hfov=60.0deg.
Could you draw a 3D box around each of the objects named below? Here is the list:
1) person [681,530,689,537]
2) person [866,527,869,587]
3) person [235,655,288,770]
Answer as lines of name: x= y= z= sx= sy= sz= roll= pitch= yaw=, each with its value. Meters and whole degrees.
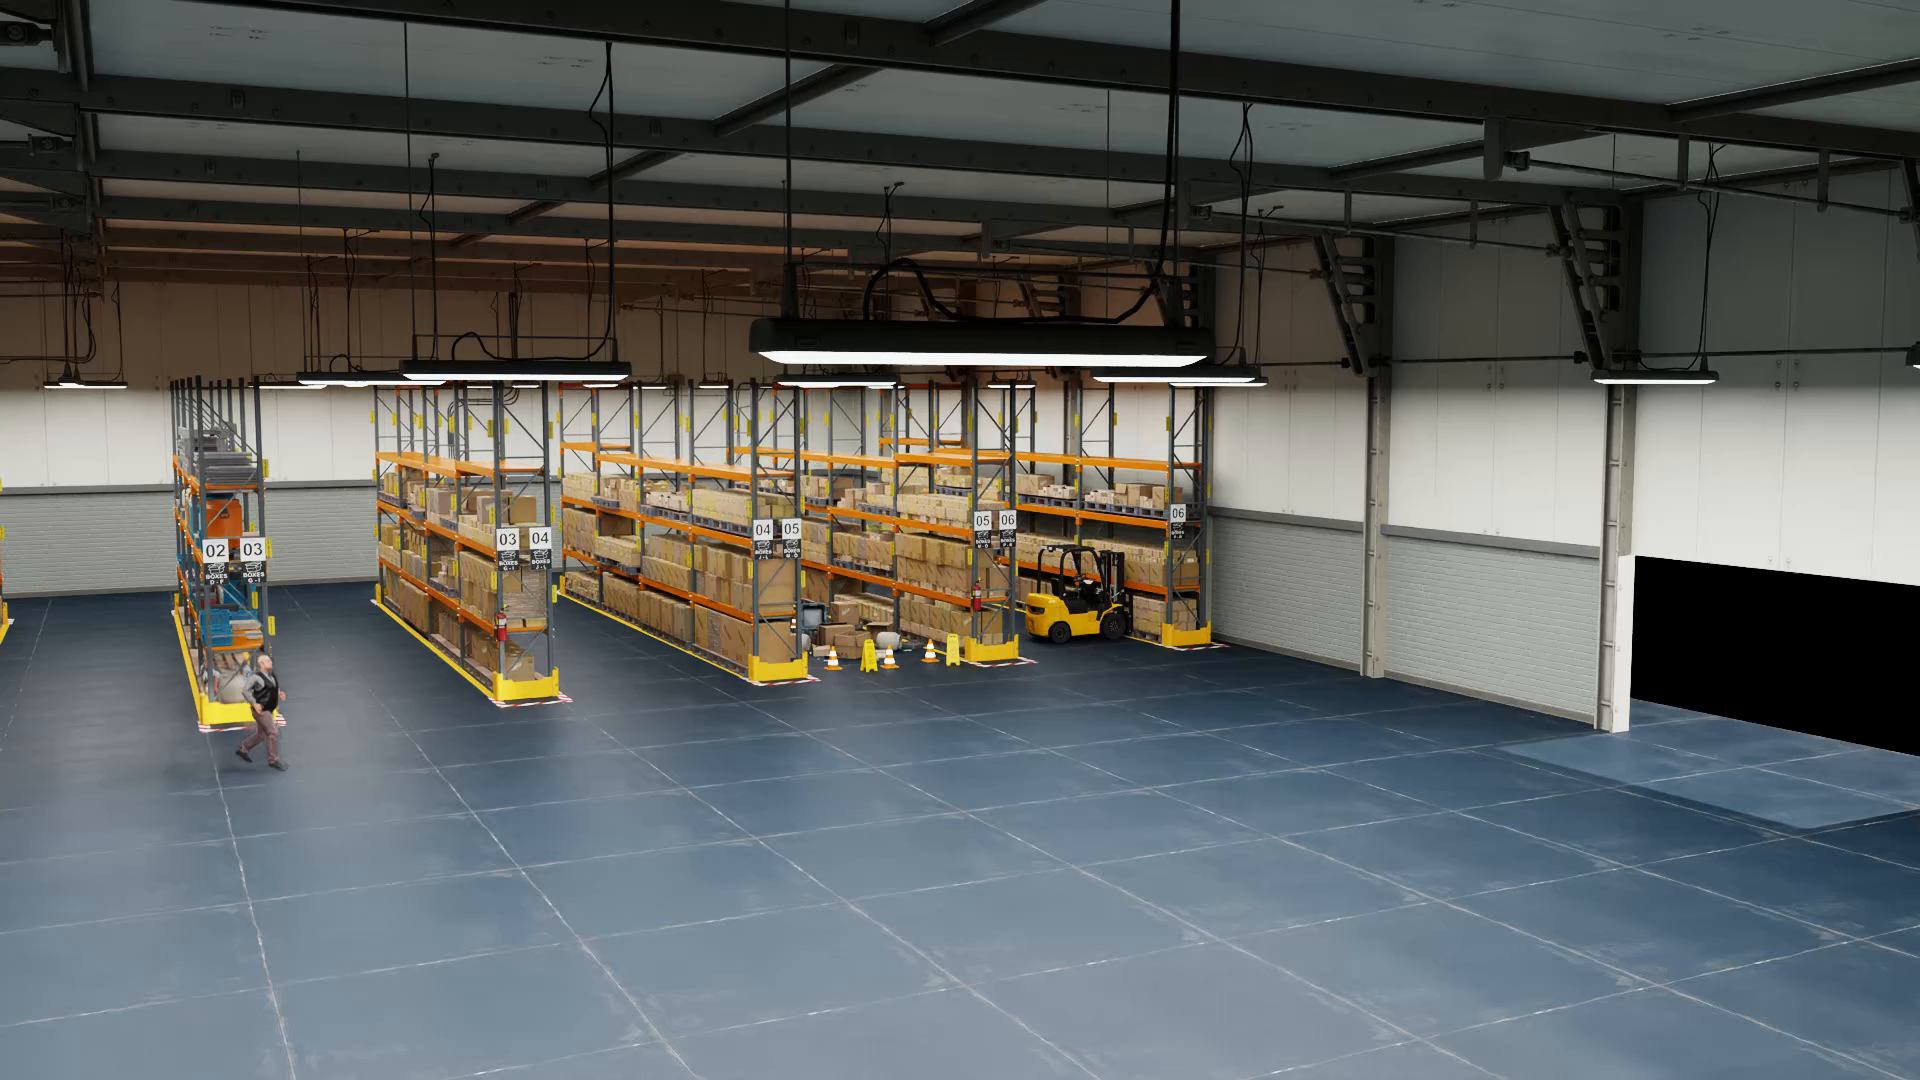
person: x=-8.330 y=0.395 z=50.286 sx=0.863 sy=1.764 sz=0.713 roll=-3 pitch=6 yaw=-31
person: x=-2.728 y=0.449 z=46.411 sx=0.727 sy=1.734 sz=0.646 roll=-2 pitch=6 yaw=-25
person: x=-10.632 y=2.612 z=25.278 sx=0.851 sy=1.747 sz=0.658 roll=0 pitch=5 yaw=2
